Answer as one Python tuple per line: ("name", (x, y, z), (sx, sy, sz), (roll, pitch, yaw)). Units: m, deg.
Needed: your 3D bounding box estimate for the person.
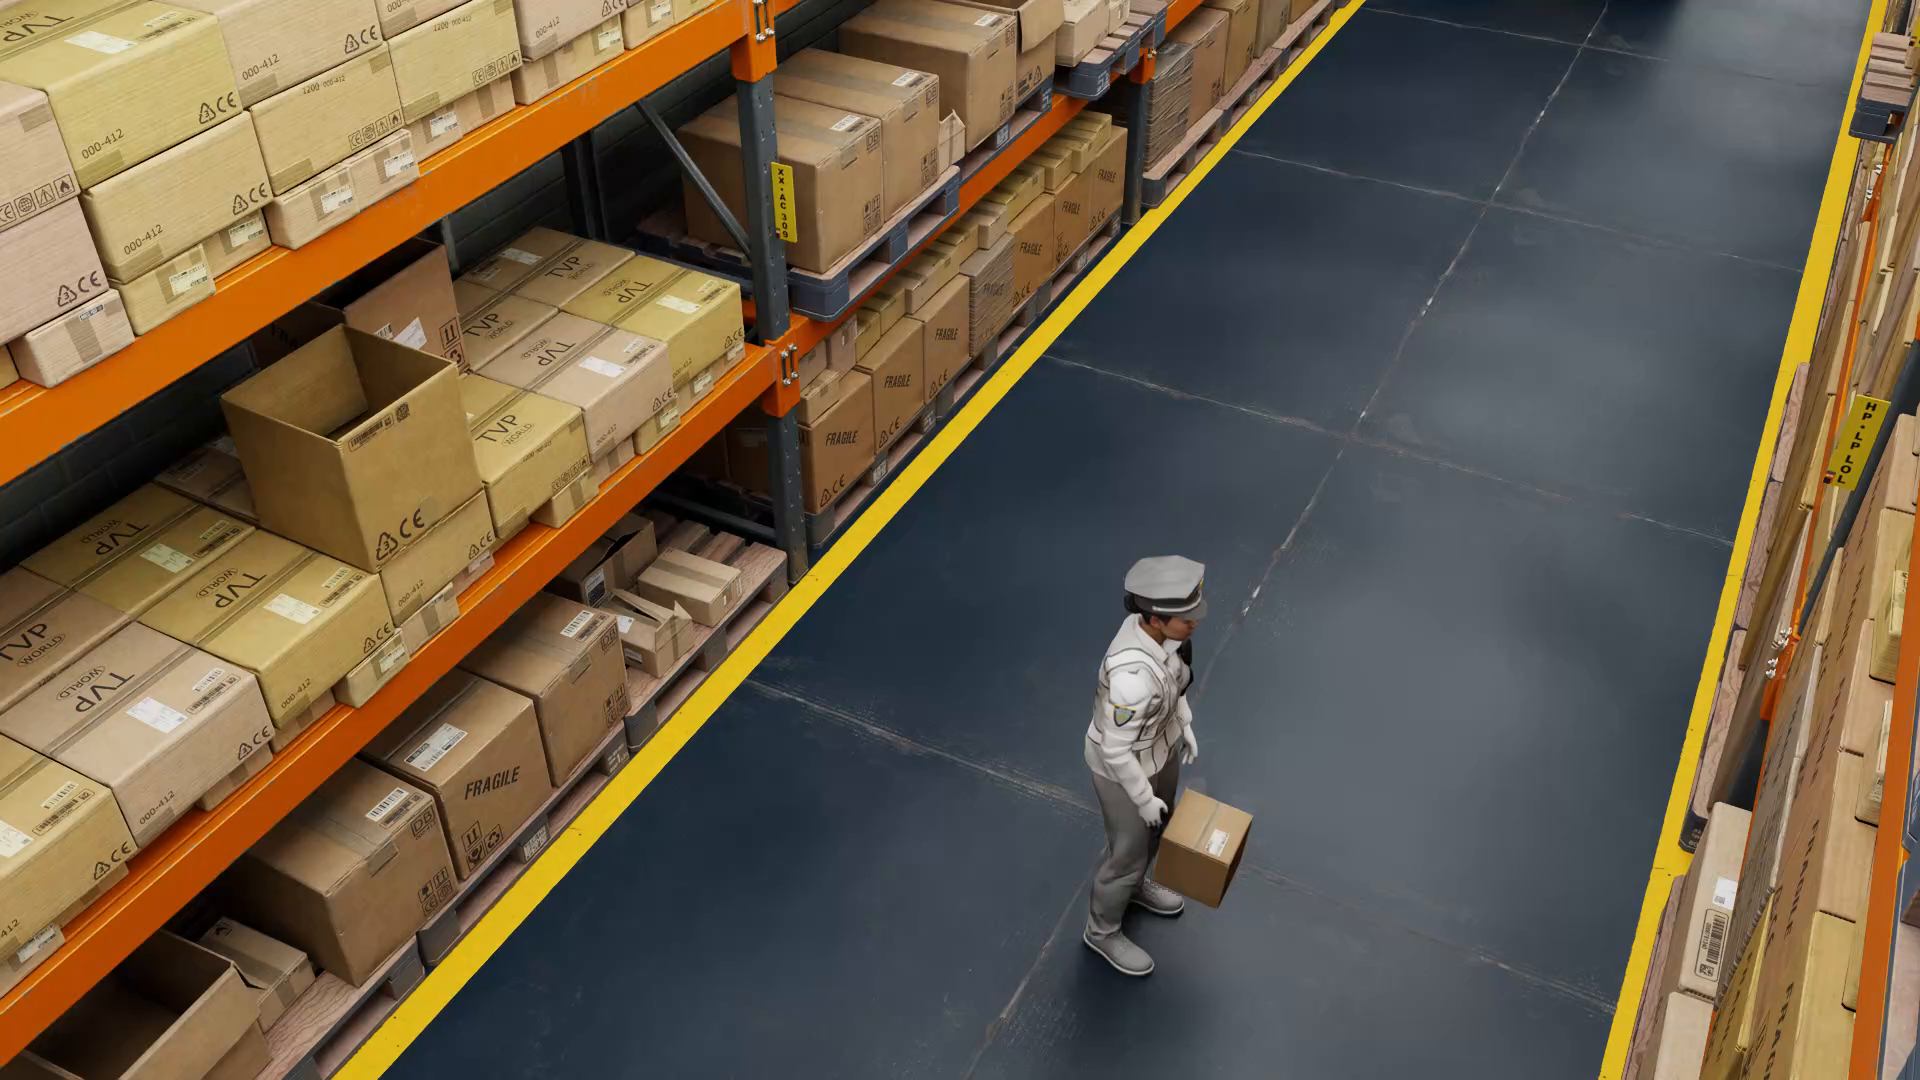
("person", (0.614, 0.769, 5.663), (0.346, 1.673, 0.438), (17, 41, 20))
